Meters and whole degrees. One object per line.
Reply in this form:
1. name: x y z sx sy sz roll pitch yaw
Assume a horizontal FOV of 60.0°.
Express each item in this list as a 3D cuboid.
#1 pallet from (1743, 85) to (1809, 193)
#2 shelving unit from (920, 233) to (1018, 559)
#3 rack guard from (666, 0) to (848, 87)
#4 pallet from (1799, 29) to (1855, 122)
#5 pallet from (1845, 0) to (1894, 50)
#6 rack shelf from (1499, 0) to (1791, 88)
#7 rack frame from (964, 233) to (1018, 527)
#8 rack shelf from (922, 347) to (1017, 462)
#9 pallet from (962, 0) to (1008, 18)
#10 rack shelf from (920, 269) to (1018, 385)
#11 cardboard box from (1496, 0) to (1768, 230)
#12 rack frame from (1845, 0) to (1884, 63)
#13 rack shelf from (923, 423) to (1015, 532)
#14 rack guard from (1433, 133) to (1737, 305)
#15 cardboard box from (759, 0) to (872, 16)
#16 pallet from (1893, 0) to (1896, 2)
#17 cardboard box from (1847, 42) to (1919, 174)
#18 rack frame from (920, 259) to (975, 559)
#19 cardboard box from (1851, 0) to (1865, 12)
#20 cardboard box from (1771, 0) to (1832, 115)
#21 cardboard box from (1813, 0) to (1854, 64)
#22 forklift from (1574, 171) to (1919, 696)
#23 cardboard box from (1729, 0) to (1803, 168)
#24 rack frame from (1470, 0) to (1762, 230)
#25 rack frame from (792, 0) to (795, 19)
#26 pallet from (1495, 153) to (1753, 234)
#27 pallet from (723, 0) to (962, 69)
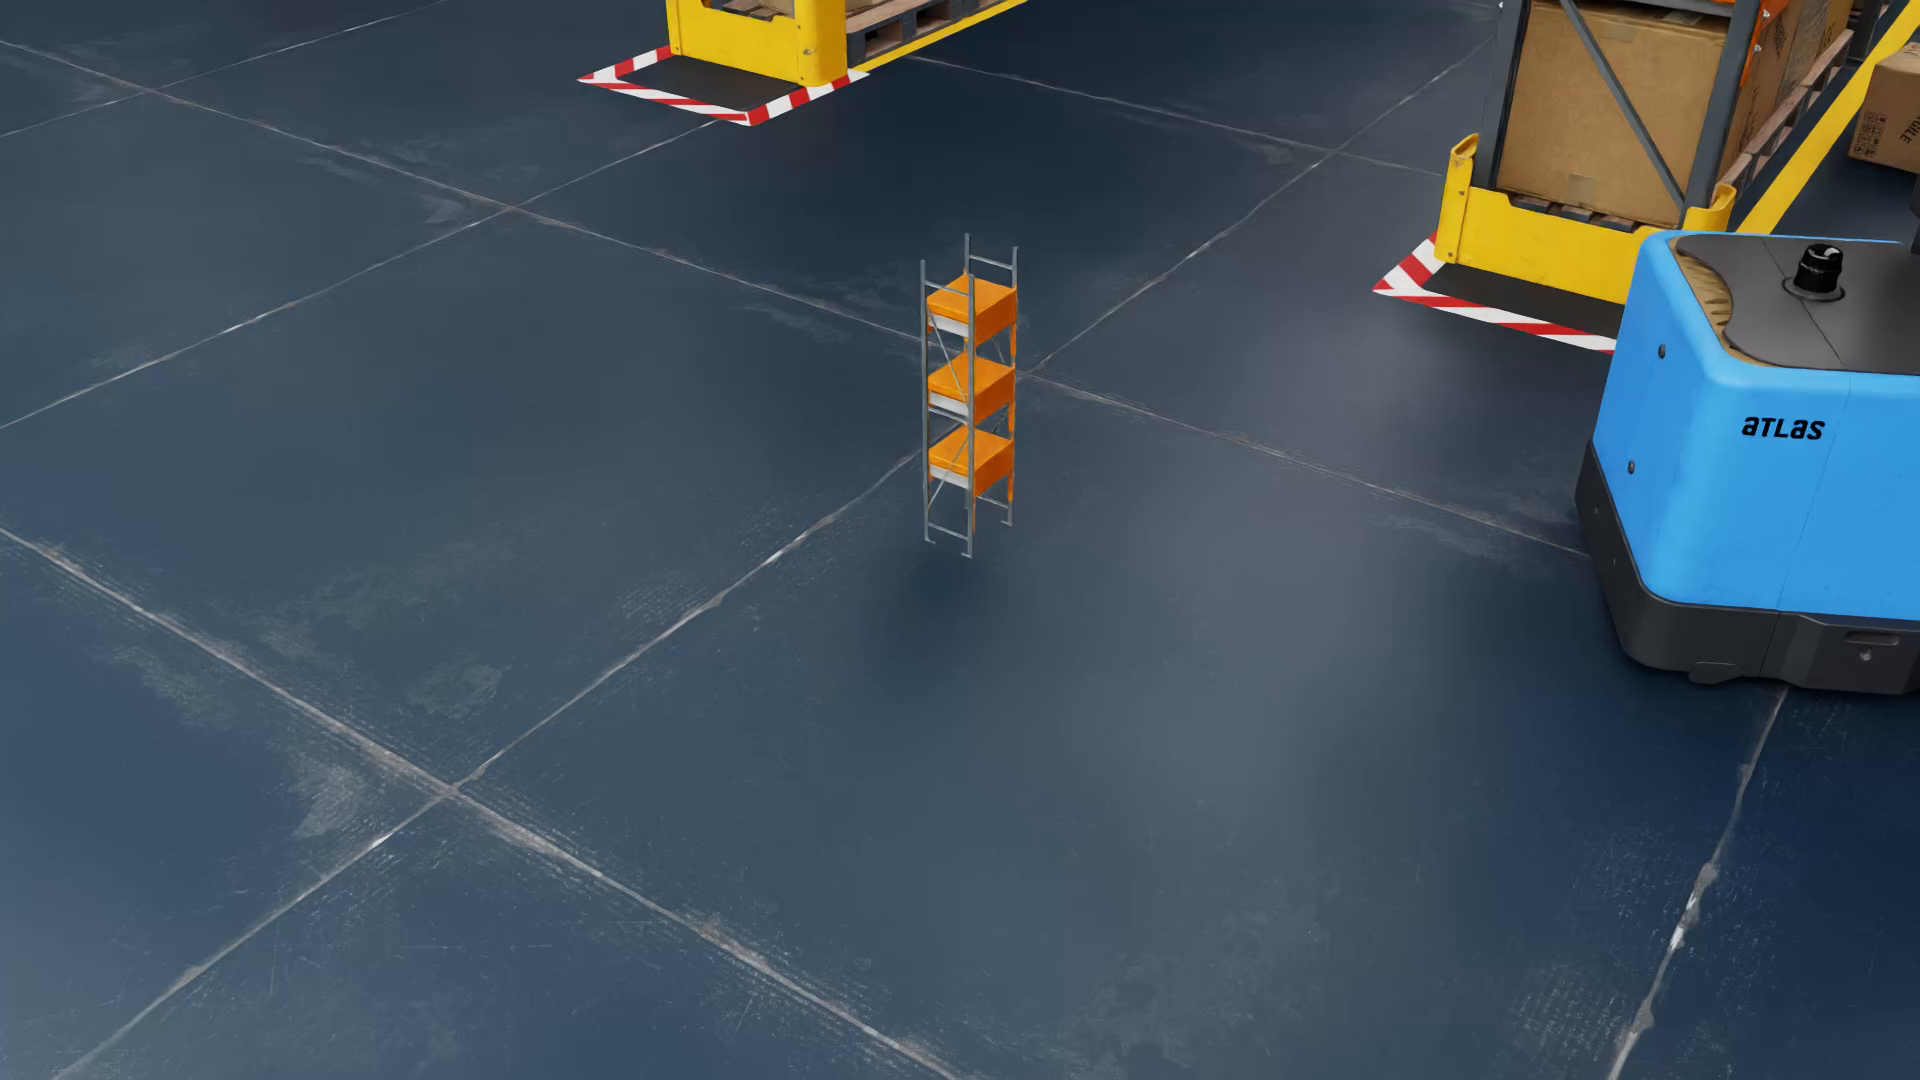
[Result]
1. pallet: 3.845 -2.247 8.885 1.003 0.211 1.213 21 39 28
2. shelving unit: 0.031 -0.460 5.492 0.215 1.050 0.252 21 39 28
3. rack guard: -1.217 -3.081 9.859 1.175 0.500 0.348 21 39 28
4. pallet: 4.540 -2.811 9.718 1.003 0.211 1.213 21 39 28
5. pallet: 5.416 -3.515 10.760 1.003 0.211 1.213 21 39 28
6. rack shelf: 3.898 -3.073 8.258 1.077 0.370 4.000 21 39 28
7. rack frame: 0.100 -0.516 5.575 0.200 1.050 0.008 21 39 28
8. rack shelf: 0.031 -0.451 5.498 0.215 0.259 0.240 21 39 28
9. pallet: -0.028 -3.883 11.303 1.003 0.211 1.213 21 39 28
10. rack shelf: 0.031 -0.686 5.339 0.215 0.259 0.240 21 39 28
11. cardboard box: 3.090 -2.077 7.666 0.875 0.875 0.875 21 40 28
12. rack frame: 5.038 -4.291 9.418 1.000 3.000 0.127 21 39 28
13. rack shelf: 0.031 -0.221 5.654 0.215 0.259 0.240 21 39 28
14. rack guard: 2.744 -1.404 7.380 1.175 0.500 0.348 21 39 28
15. cardboard box: -0.890 -3.502 10.107 0.500 0.500 0.500 -29 43 -35
16. pallet: 6.111 -4.079 11.593 1.003 0.211 1.213 21 39 28
17. cardboard box: 4.996 -2.215 8.576 0.500 0.500 0.500 29 44 36
18. rack frame: -0.039 -0.403 5.409 0.200 1.050 0.008 21 39 28
19. cardboard box: 5.318 -3.848 10.395 1.050 0.750 0.750 21 39 28
20. cardboard box: 4.111 -2.902 8.885 0.875 0.875 0.875 22 40 29
21. cardboard box: 4.622 -3.318 9.500 0.875 0.875 0.875 22 40 29
22. forklift: 3.600 -0.950 4.539 3.031 2.935 1.130 4 34 6
23. cardboard box: 3.590 -2.483 8.266 0.875 0.875 0.875 21 39 27
24. rack frame: 2.757 -2.450 6.696 1.000 3.000 0.127 21 39 28
25. rack frame: -1.260 -4.081 9.107 1.000 3.000 0.127 21 39 28
26. pallet: 3.149 -1.688 8.058 1.003 0.211 1.213 21 39 28
27. pallet: -0.724 -3.324 10.476 1.003 0.211 1.213 21 39 28
